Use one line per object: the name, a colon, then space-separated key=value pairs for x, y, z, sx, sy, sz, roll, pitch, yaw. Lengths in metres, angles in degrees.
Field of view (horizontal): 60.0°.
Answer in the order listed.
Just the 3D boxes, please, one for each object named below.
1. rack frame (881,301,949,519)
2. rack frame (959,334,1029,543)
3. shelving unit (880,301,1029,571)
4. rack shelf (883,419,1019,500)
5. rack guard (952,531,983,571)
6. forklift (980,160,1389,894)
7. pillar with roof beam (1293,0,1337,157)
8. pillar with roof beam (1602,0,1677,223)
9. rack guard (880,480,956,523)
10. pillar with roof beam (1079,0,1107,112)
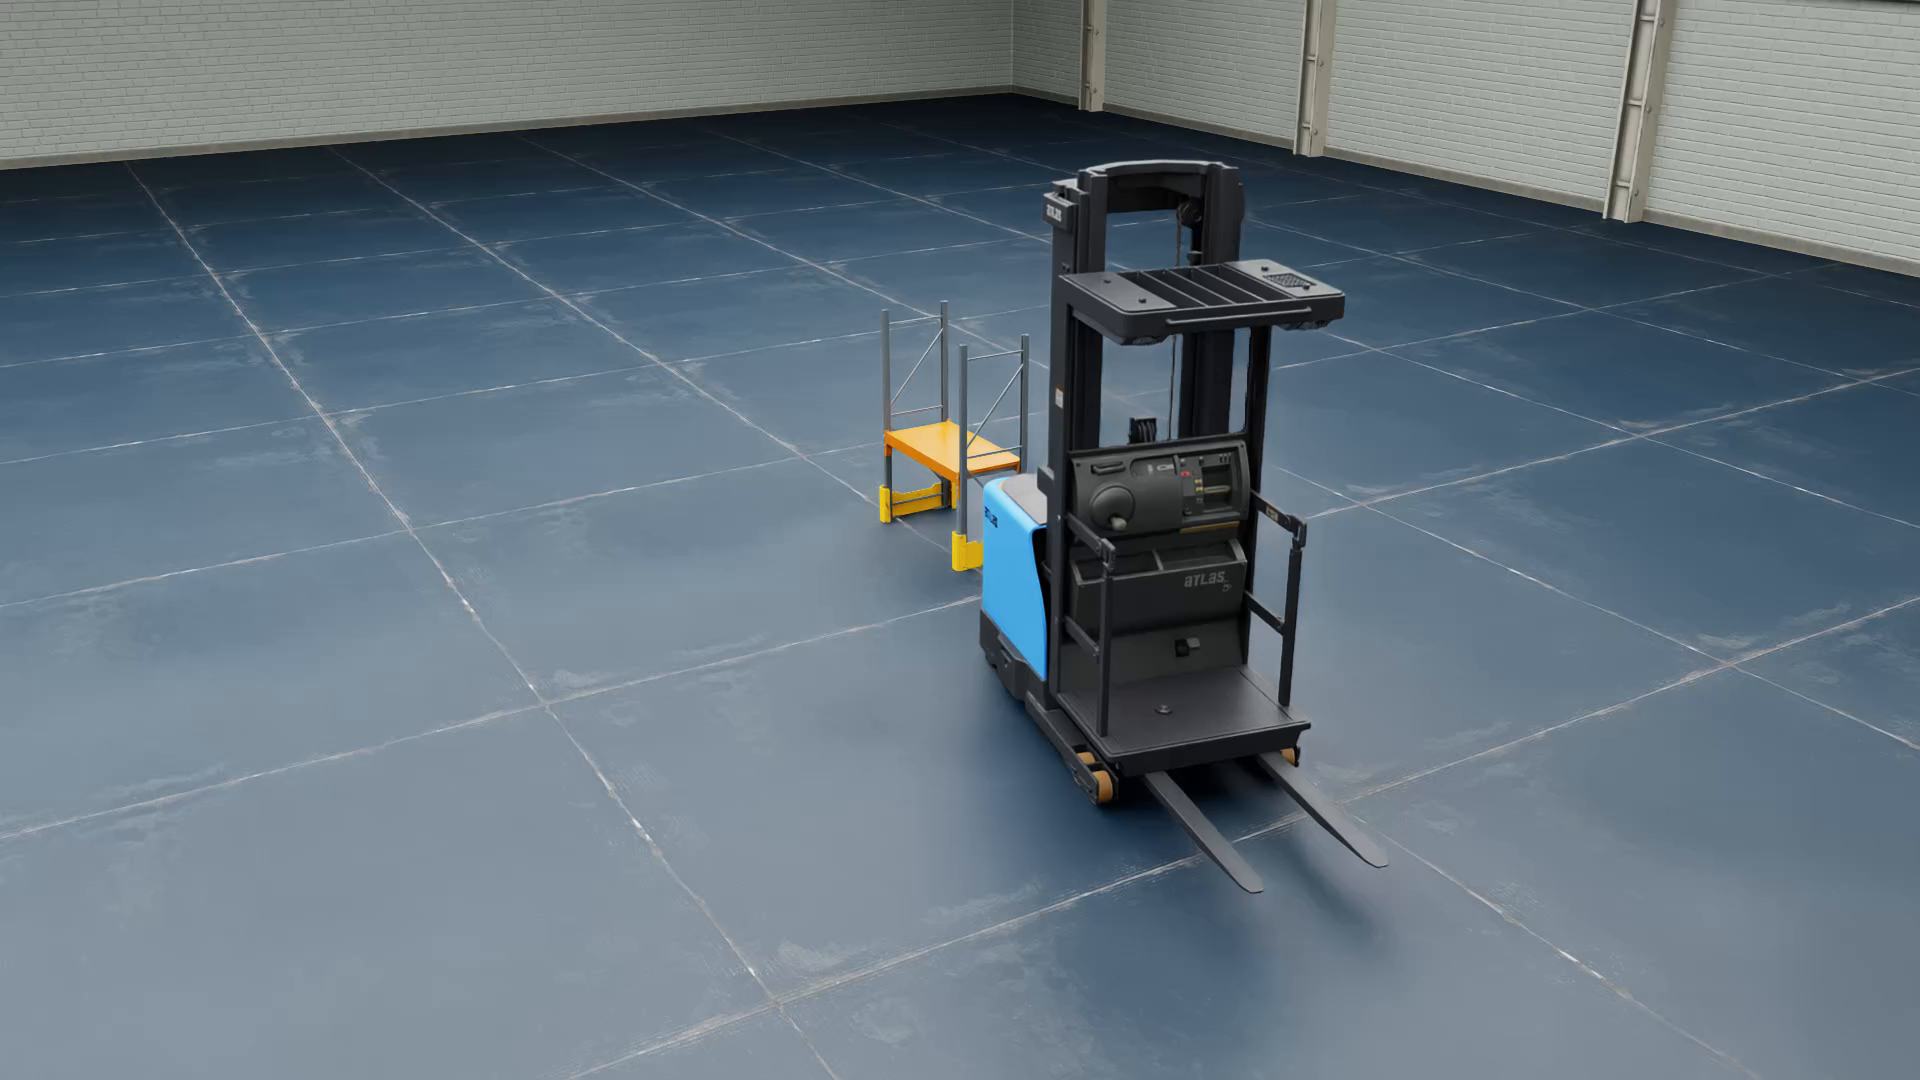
rack frame: x=-0.303 y=-0.887 z=11.502 sx=0.500 sy=1.500 sz=0.032 roll=-13 pitch=25 yaw=-28
rack frame: x=0.216 y=-0.558 z=10.692 sx=0.500 sy=1.500 sz=0.032 roll=-13 pitch=25 yaw=-28
shelving unit: x=-0.039 y=-0.719 z=11.090 sx=0.587 sy=1.500 sz=1.083 roll=-13 pitch=25 yaw=-28
rack shelf: x=-0.044 y=-0.556 z=11.165 sx=0.538 sy=0.185 sz=1.000 roll=-13 pitch=25 yaw=-28
rack guard: x=0.215 y=0.021 z=10.928 sx=0.587 sy=0.250 sz=0.087 roll=-13 pitch=25 yaw=-28
forklift: x=1.067 y=-0.236 z=8.000 sx=1.130 sy=2.935 sz=3.031 roll=-7 pitch=23 yaw=-17
pillar with roof beam: x=1.815 y=-9.437 z=22.579 sx=9.100 sy=9.000 sz=0.400 roll=-13 pitch=25 yaw=-28
pillar with roof beam: x=4.880 y=-7.495 z=17.800 sx=9.100 sy=9.000 sz=0.400 roll=-13 pitch=25 yaw=-28
rack guard: x=-0.293 y=-0.302 z=11.722 sx=0.587 sy=0.250 sz=0.087 roll=-13 pitch=25 yaw=-28
pillar with roof beam: x=-1.250 y=-11.379 z=27.357 sx=9.100 sy=9.000 sz=0.400 roll=-13 pitch=25 yaw=-28
